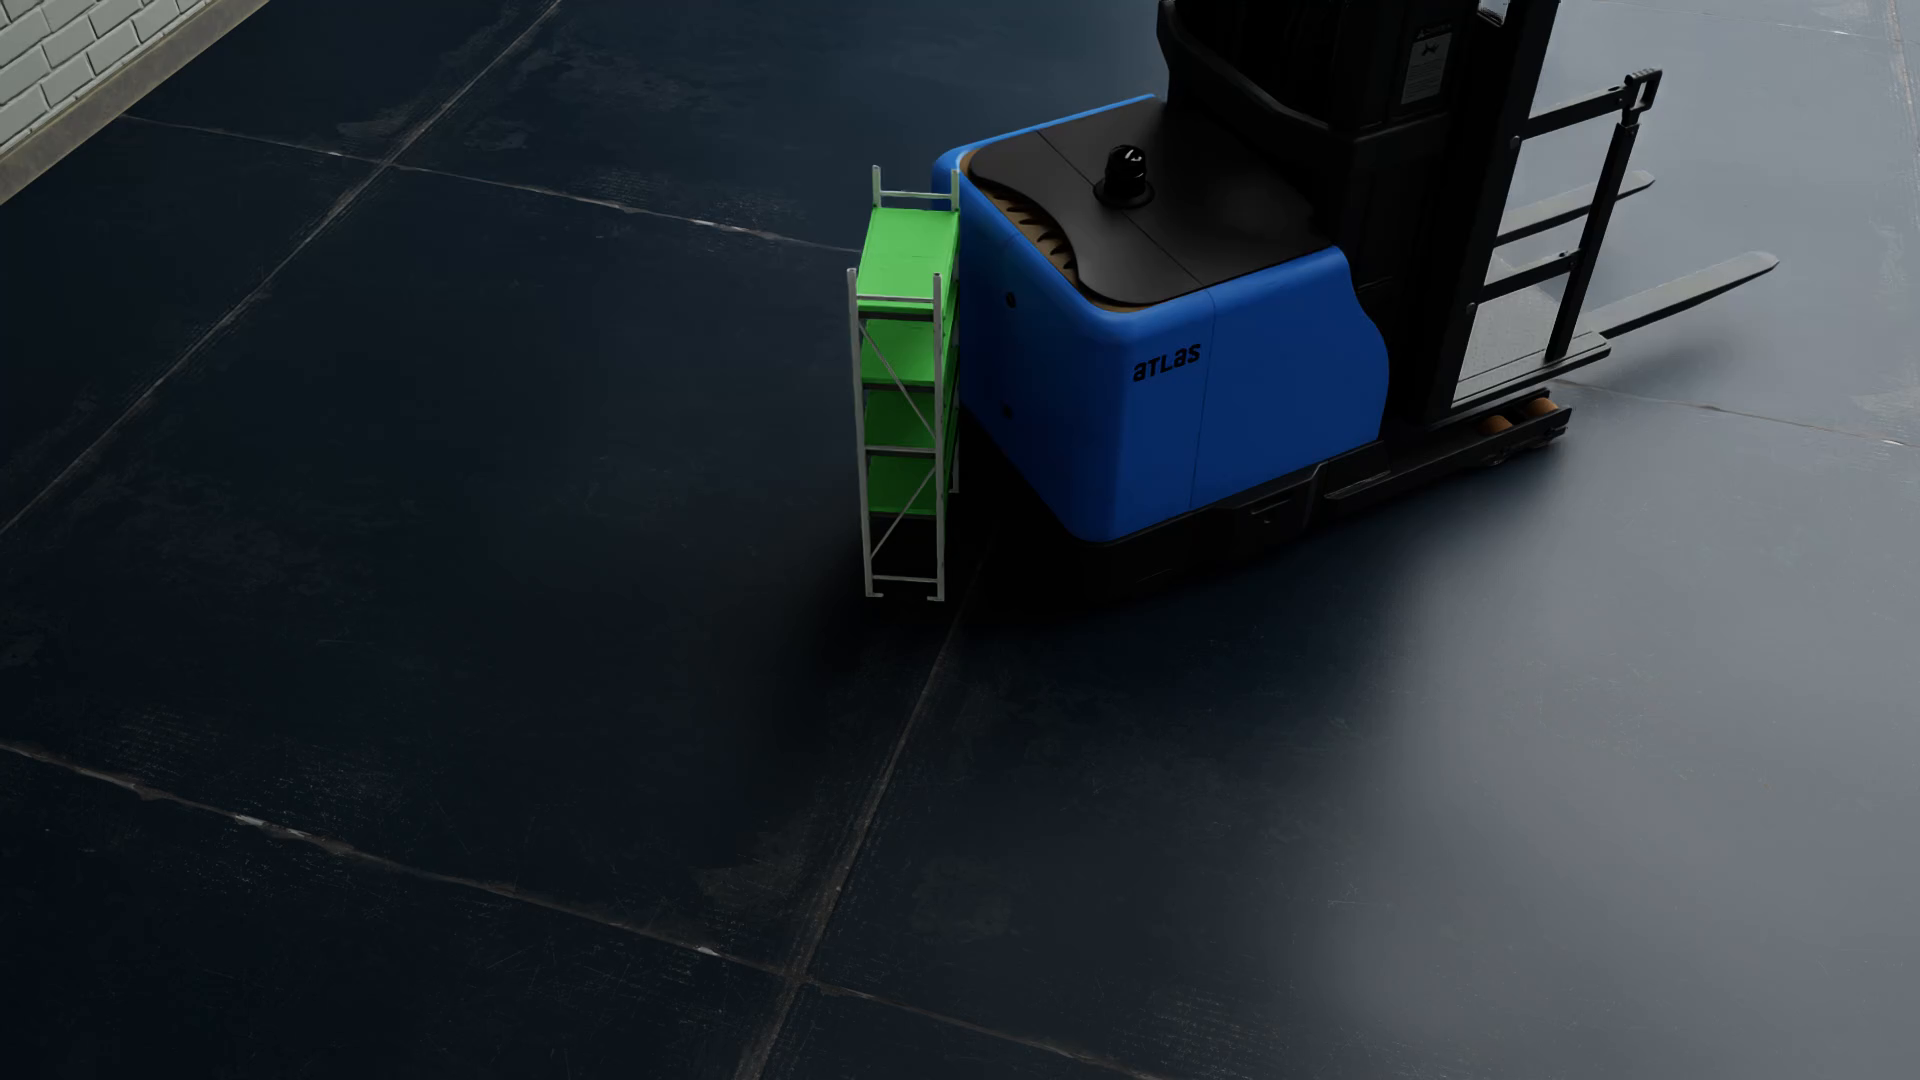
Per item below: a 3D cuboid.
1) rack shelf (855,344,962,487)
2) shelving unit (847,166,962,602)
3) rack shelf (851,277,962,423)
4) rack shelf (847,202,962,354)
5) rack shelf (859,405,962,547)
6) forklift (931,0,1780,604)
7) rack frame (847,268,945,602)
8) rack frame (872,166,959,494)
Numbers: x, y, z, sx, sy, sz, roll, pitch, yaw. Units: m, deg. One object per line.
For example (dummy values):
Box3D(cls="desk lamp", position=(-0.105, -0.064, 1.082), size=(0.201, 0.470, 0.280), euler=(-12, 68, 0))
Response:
Box3D(cls="rack shelf", position=(-0.145, -0.377, 4.868), size=(0.258, 0.148, 0.480), euler=(4, 44, 4))
Box3D(cls="shelving unit", position=(-0.145, -0.422, 4.824), size=(0.258, 1.200, 0.503), euler=(4, 44, 4))
Box3D(cls="rack shelf", position=(-0.145, -0.548, 4.701), size=(0.258, 0.148, 0.480), euler=(4, 44, 4))
Box3D(cls="rack shelf", position=(-0.145, -0.720, 4.533), size=(0.258, 0.148, 0.480), euler=(4, 44, 4))
Box3D(cls="rack shelf", position=(-0.145, -0.205, 5.036), size=(0.258, 0.148, 0.480), euler=(4, 44, 4))
Box3D(cls="forklift", position=(1.446, -1.599, 4.789), size=(3.031, 2.935, 1.130), euler=(-20, 48, -20))
Box3D(cls="rack frame", position=(-0.167, -0.252, 4.650), size=(0.240, 1.200, 0.015), euler=(4, 44, 4))
Box3D(cls="rack frame", position=(-0.123, -0.592, 4.997), size=(0.240, 1.200, 0.015), euler=(4, 44, 4))
